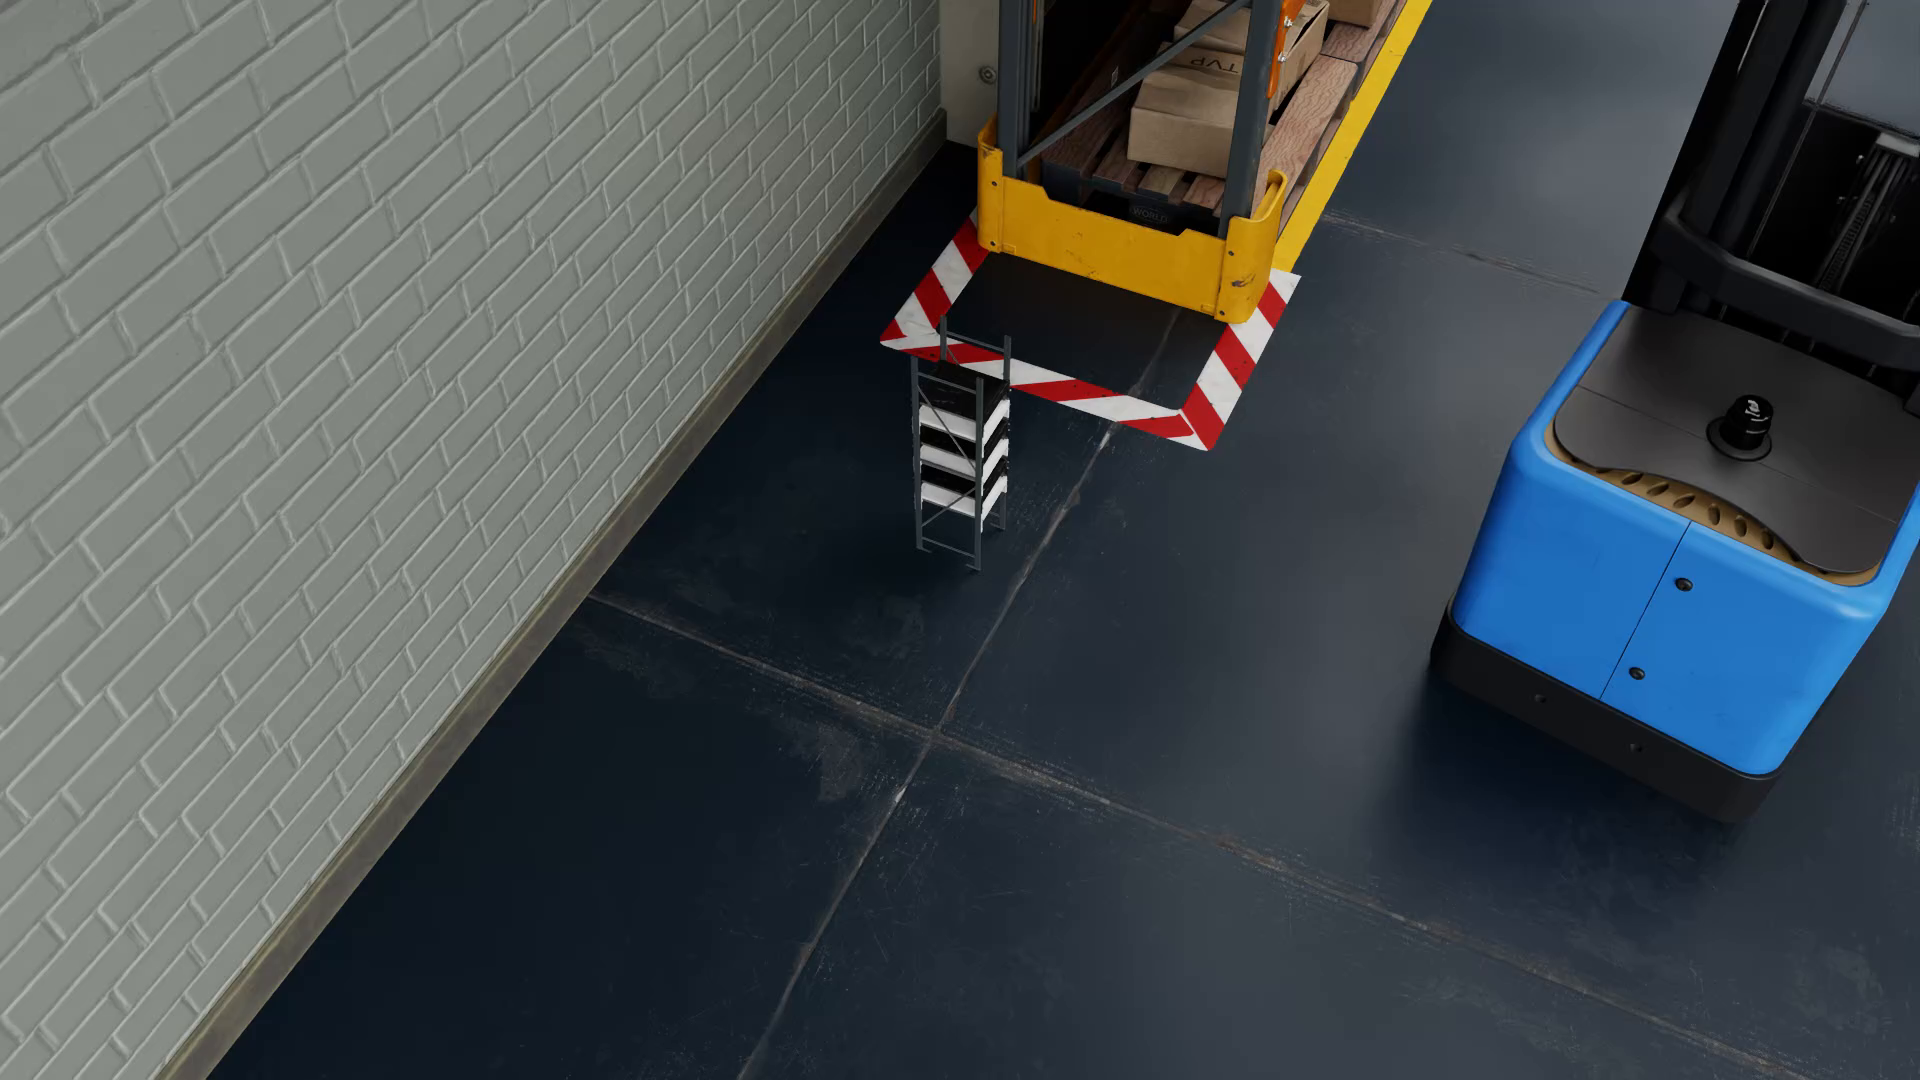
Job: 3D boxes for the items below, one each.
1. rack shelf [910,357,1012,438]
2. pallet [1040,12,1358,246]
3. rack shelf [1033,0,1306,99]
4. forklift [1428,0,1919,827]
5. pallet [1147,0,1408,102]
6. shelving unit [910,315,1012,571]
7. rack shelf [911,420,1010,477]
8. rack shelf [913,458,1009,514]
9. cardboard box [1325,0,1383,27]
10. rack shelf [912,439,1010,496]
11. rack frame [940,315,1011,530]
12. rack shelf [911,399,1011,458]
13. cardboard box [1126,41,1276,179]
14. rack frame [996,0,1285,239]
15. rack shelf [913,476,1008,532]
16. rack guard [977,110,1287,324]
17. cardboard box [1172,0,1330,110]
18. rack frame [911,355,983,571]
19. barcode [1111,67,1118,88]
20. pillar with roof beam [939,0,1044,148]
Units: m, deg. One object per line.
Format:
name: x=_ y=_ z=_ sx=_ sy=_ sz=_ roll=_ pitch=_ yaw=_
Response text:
rack shelf: x=0.003 y=-0.451 z=5.232 sx=0.258 sy=0.077 sz=0.200 roll=20 pitch=52 yaw=16
pallet: x=1.028 y=-1.748 z=7.099 sx=1.003 sy=0.211 sz=1.213 roll=20 pitch=52 yaw=16
rack shelf: x=1.471 y=-3.195 z=6.972 sx=1.077 sy=0.370 sz=4.000 roll=20 pitch=52 yaw=16
forklift: x=2.768 y=-1.189 z=4.837 sx=1.130 sy=2.935 sz=3.031 roll=29 pitch=55 yaw=22
pallet: x=1.551 y=-2.585 z=7.811 sx=1.003 sy=0.211 sz=1.213 roll=20 pitch=52 yaw=16
shelving unit: x=0.003 y=-0.297 z=5.412 sx=0.258 sy=0.900 sz=0.210 roll=20 pitch=52 yaw=16
rack shelf: x=0.003 y=-0.334 z=5.369 sx=0.258 sy=0.077 sz=0.200 roll=20 pitch=52 yaw=16
rack shelf: x=0.003 y=-0.217 z=5.506 sx=0.258 sy=0.077 sz=0.200 roll=20 pitch=52 yaw=16
cardboard box: x=1.596 y=-2.712 z=7.441 sx=0.700 sy=0.500 sz=0.500 roll=17 pitch=52 yaw=14
rack shelf: x=0.003 y=-0.276 z=5.437 sx=0.258 sy=0.077 sz=0.200 roll=20 pitch=52 yaw=16
rack frame: x=0.047 y=-0.367 z=5.472 sx=0.240 sy=0.900 sz=0.006 roll=20 pitch=52 yaw=16
rack shelf: x=0.003 y=-0.392 z=5.300 sx=0.258 sy=0.077 sz=0.200 roll=20 pitch=52 yaw=16
cardboard box: x=0.994 y=-1.770 z=6.763 sx=0.500 sy=0.311 sz=0.500 roll=14 pitch=51 yaw=12
rack frame: x=0.617 y=-2.051 z=5.526 sx=1.000 sy=3.000 sz=0.127 roll=20 pitch=52 yaw=16
rack shelf: x=0.003 y=-0.159 z=5.575 sx=0.258 sy=0.077 sz=0.200 roll=20 pitch=52 yaw=16
rack guard: x=0.649 y=-1.293 z=6.522 sx=1.175 sy=0.500 sz=0.348 roll=20 pitch=52 yaw=16
cardboard box: x=1.237 y=-2.162 z=7.097 sx=0.500 sy=0.311 sz=0.500 roll=24 pitch=54 yaw=19
rack frame: x=-0.040 y=-0.227 z=5.352 sx=0.240 sy=0.900 sz=0.006 roll=20 pitch=52 yaw=16
barcode: x=0.640 y=-1.915 z=6.881 sx=0.001 sy=0.075 sz=0.075 roll=20 pitch=52 yaw=16
pillar with roof beam: x=4.026 y=-3.358 z=2.699 sx=9.100 sy=9.000 sz=0.400 roll=20 pitch=52 yaw=16
